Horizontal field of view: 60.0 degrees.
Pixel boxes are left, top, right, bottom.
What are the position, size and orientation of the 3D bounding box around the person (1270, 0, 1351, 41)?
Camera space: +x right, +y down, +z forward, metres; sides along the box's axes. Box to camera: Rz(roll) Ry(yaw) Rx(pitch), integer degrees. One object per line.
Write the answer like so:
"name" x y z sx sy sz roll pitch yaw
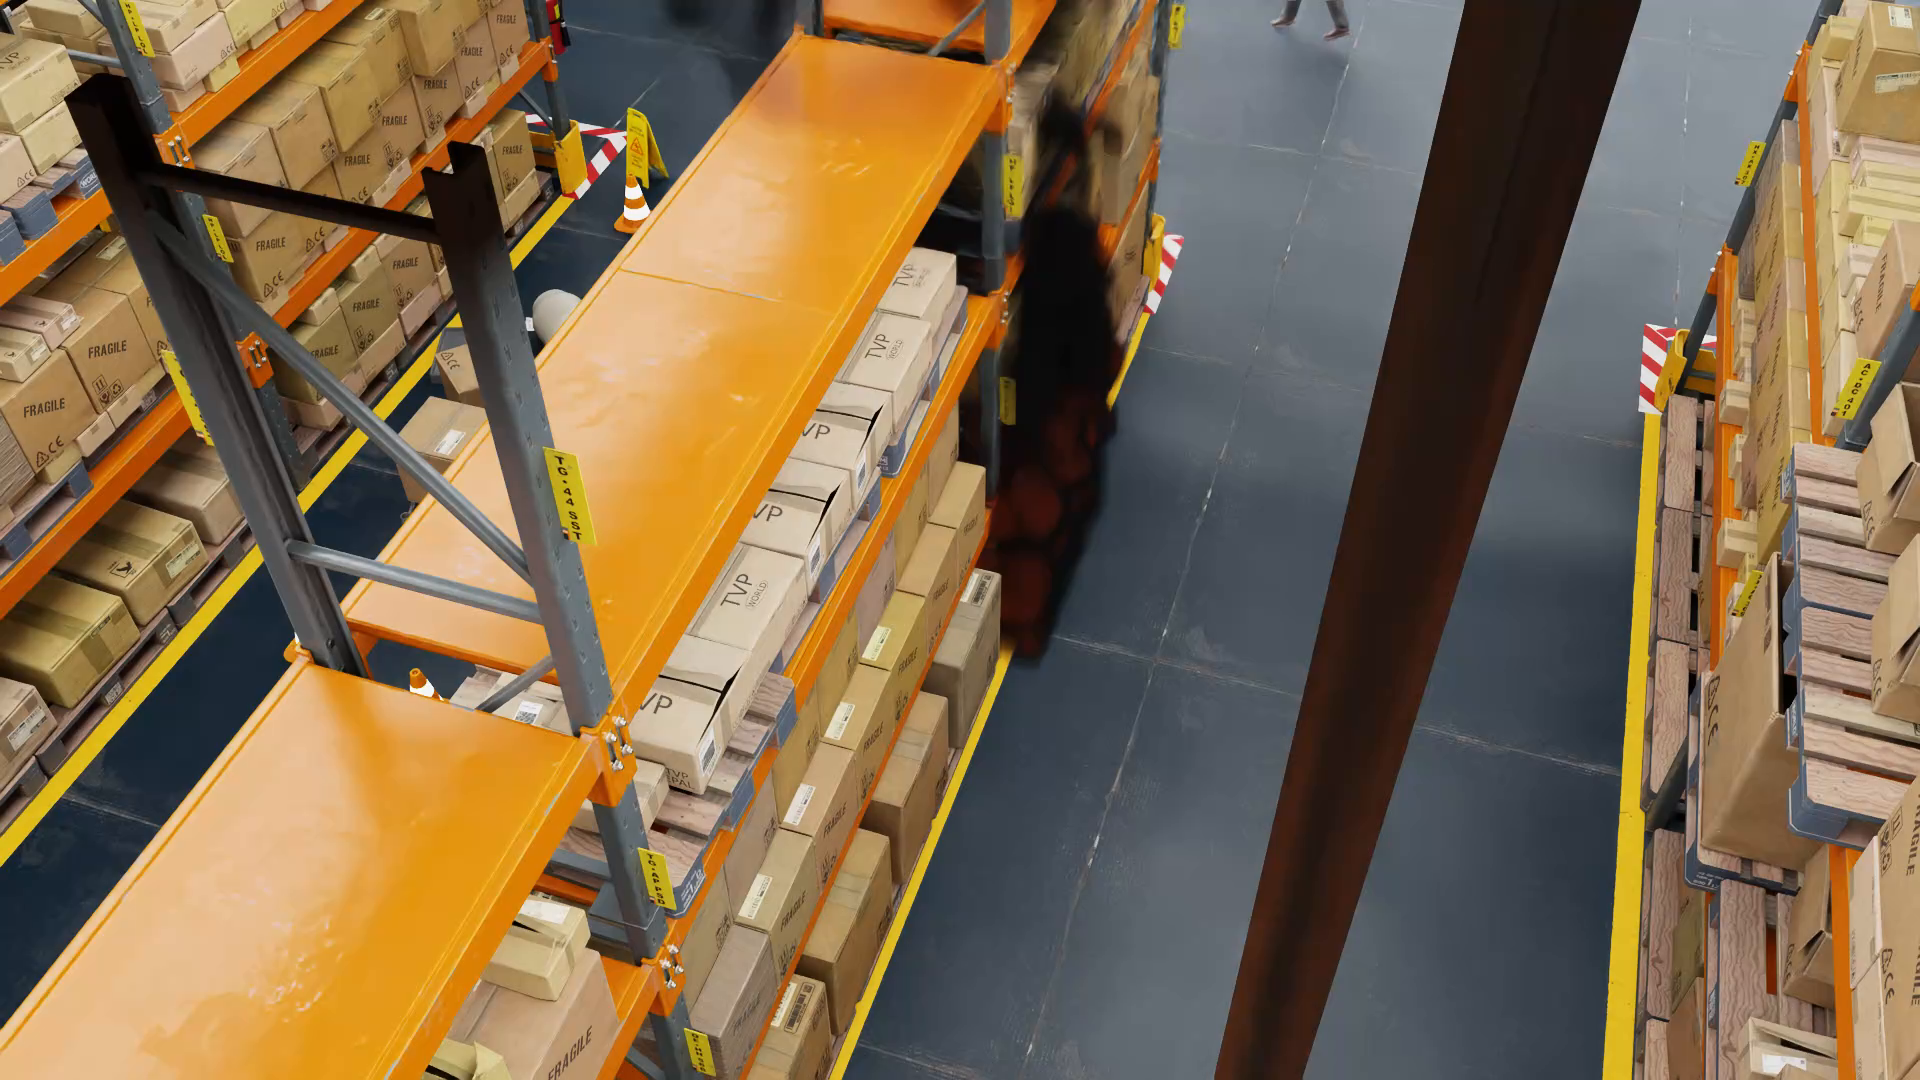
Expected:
"person" 3.336 -5.332 15.251 0.545 1.605 0.862 -29 52 -25
